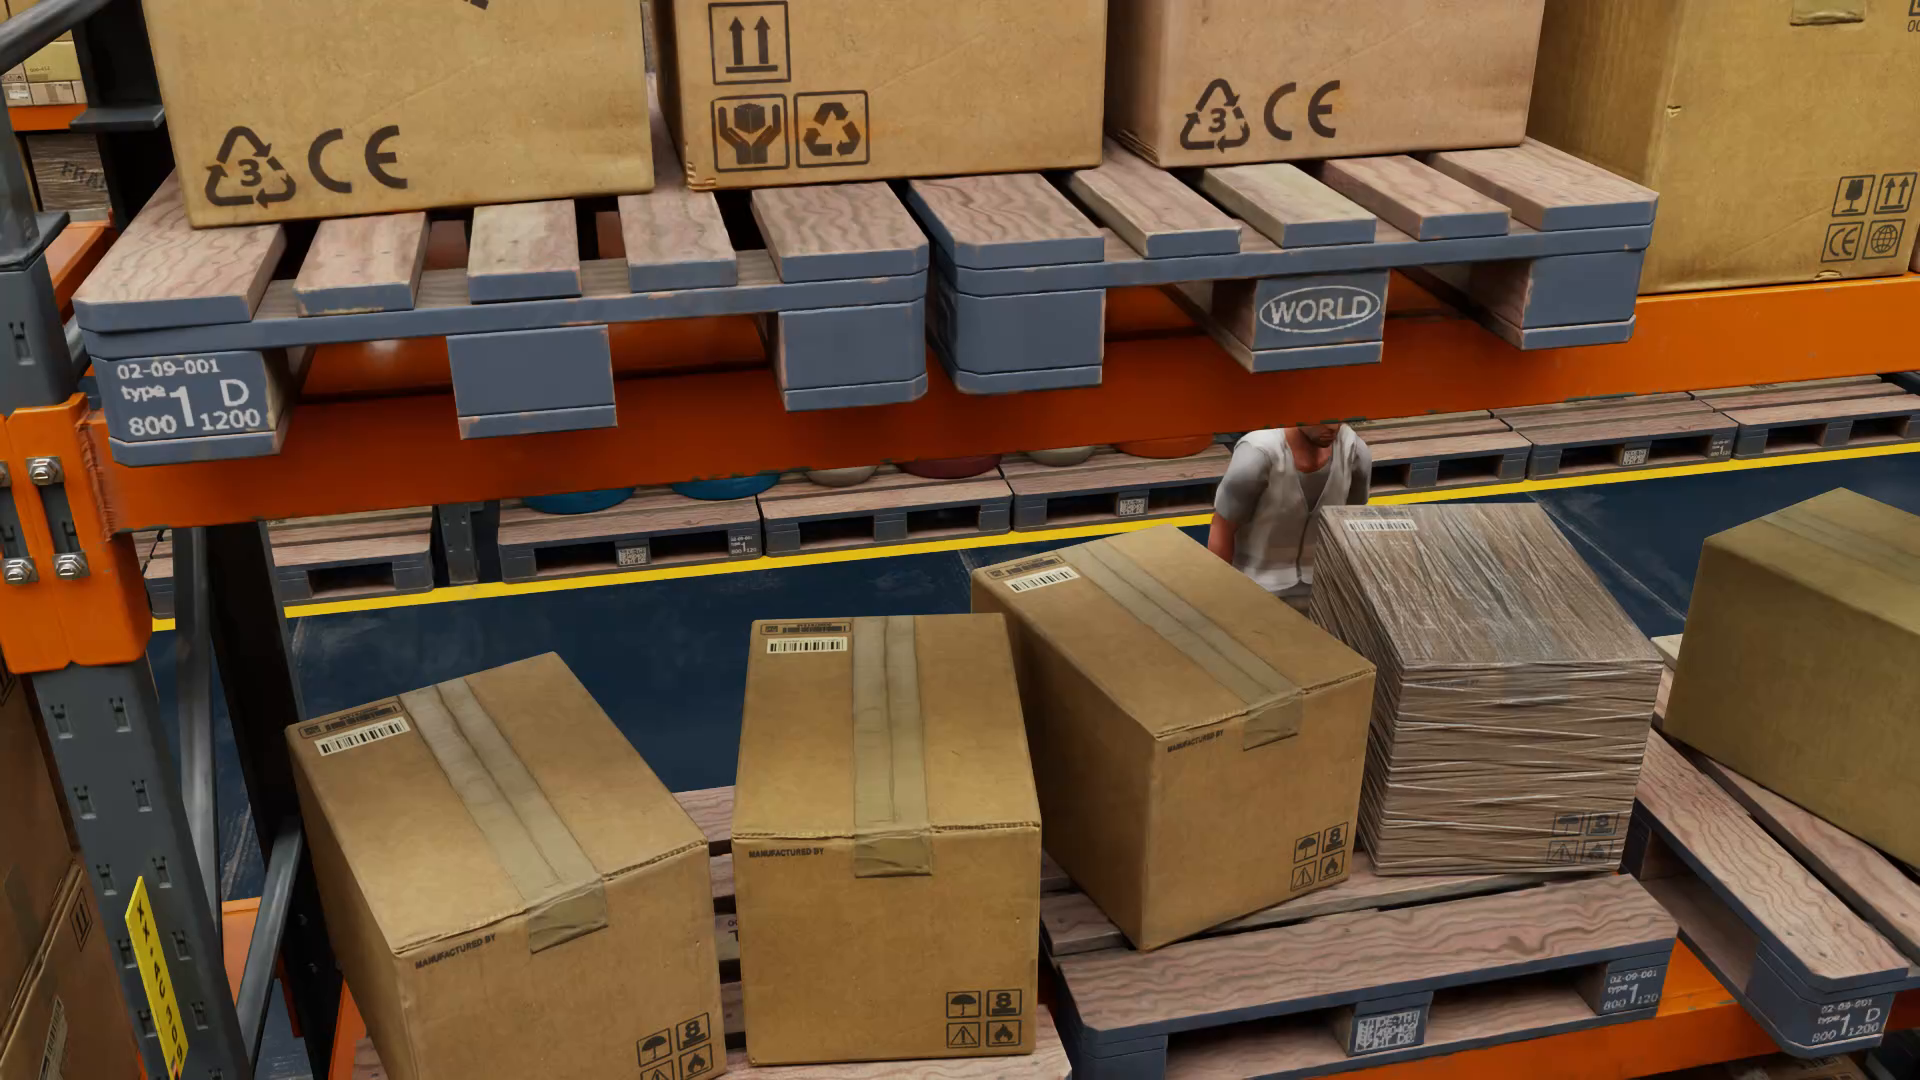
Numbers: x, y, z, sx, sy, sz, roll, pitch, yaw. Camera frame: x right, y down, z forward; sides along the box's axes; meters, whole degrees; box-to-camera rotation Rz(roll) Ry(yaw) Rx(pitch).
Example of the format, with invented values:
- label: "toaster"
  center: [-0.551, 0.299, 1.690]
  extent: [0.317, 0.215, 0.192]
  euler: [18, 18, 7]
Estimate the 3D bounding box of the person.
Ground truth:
- label: "person"
  center: [1.120, 0.193, 5.708]
  extent: [0.613, 1.781, 0.445]
  euler: [-7, 27, -14]
